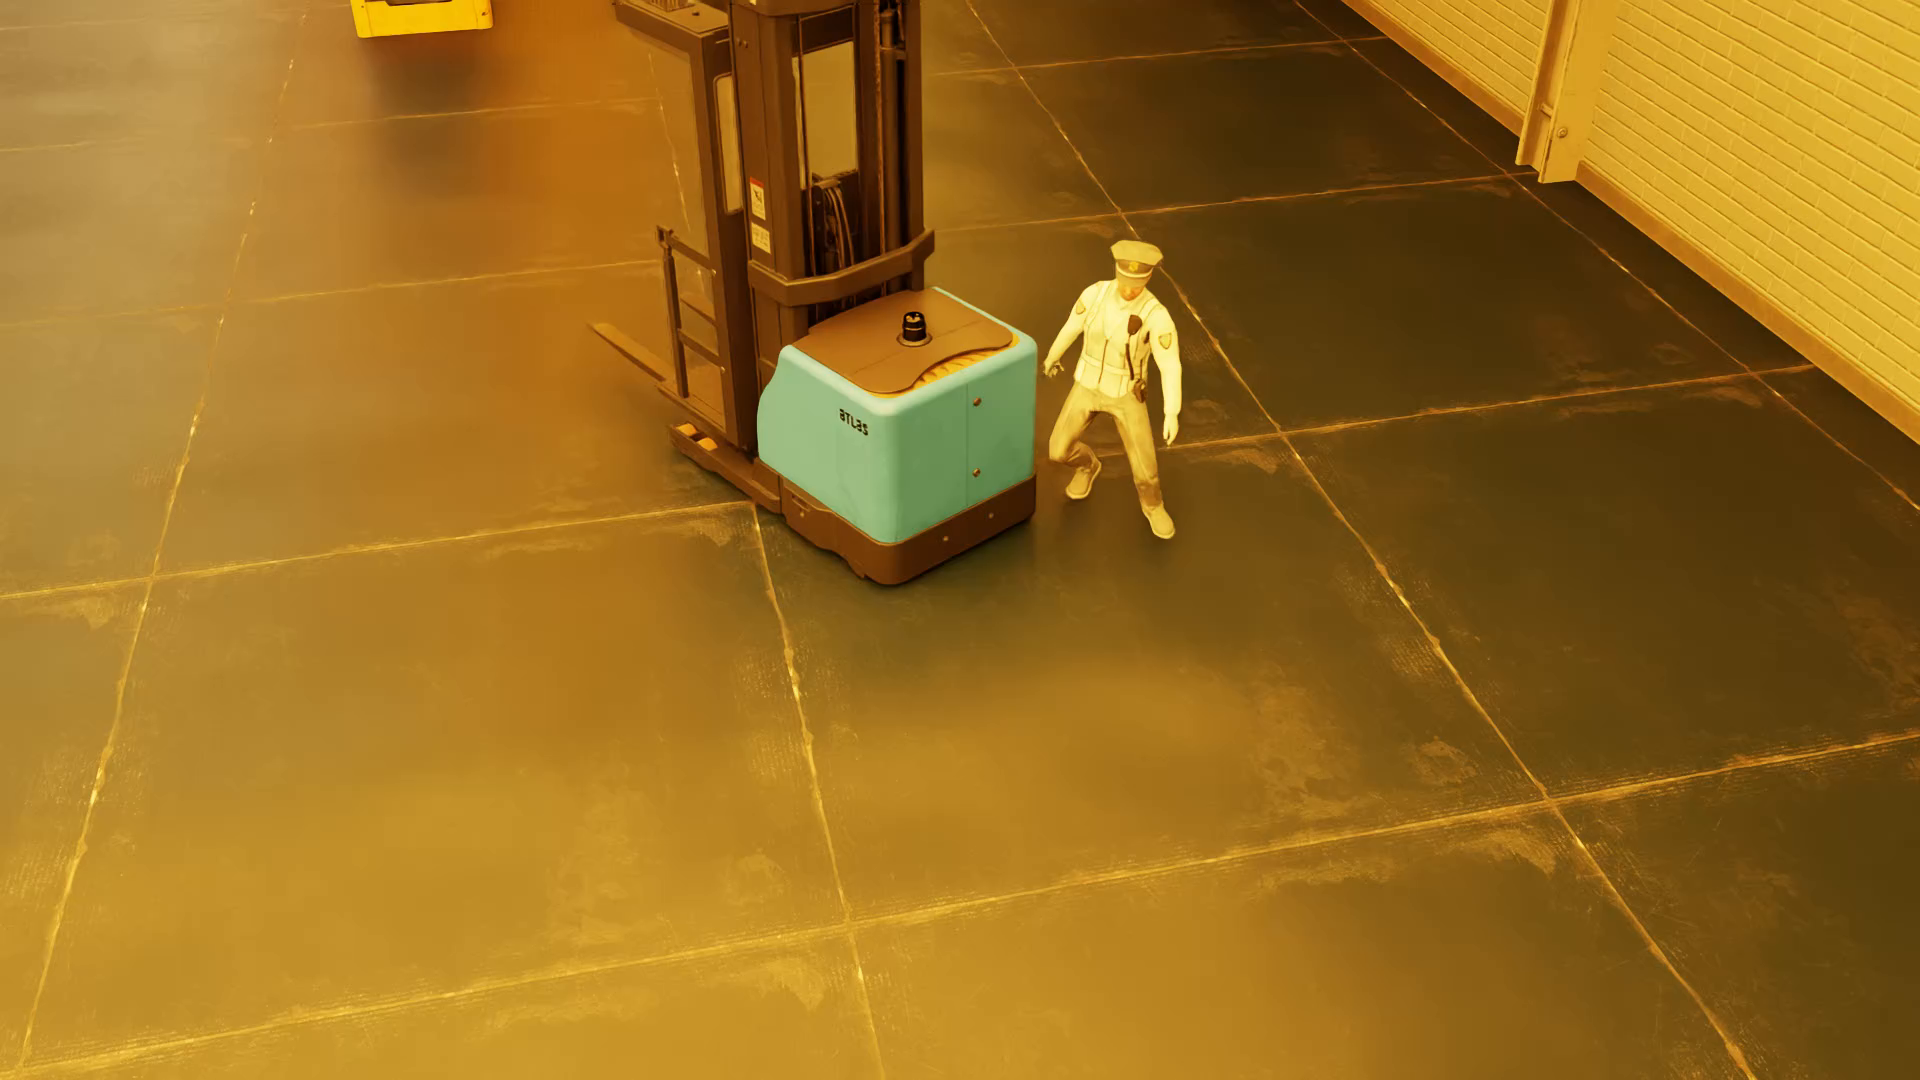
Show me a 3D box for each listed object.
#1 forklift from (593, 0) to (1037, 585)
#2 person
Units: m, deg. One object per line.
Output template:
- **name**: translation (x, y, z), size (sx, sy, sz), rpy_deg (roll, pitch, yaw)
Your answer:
- **forklift**: translation (-0.954, -1.754, 8.487), size (1.130, 2.935, 3.031), rpy_deg (-27, 44, -32)
- **person**: translation (0.753, -0.772, 8.292), size (0.817, 1.587, 0.460), rpy_deg (21, 41, 27)
